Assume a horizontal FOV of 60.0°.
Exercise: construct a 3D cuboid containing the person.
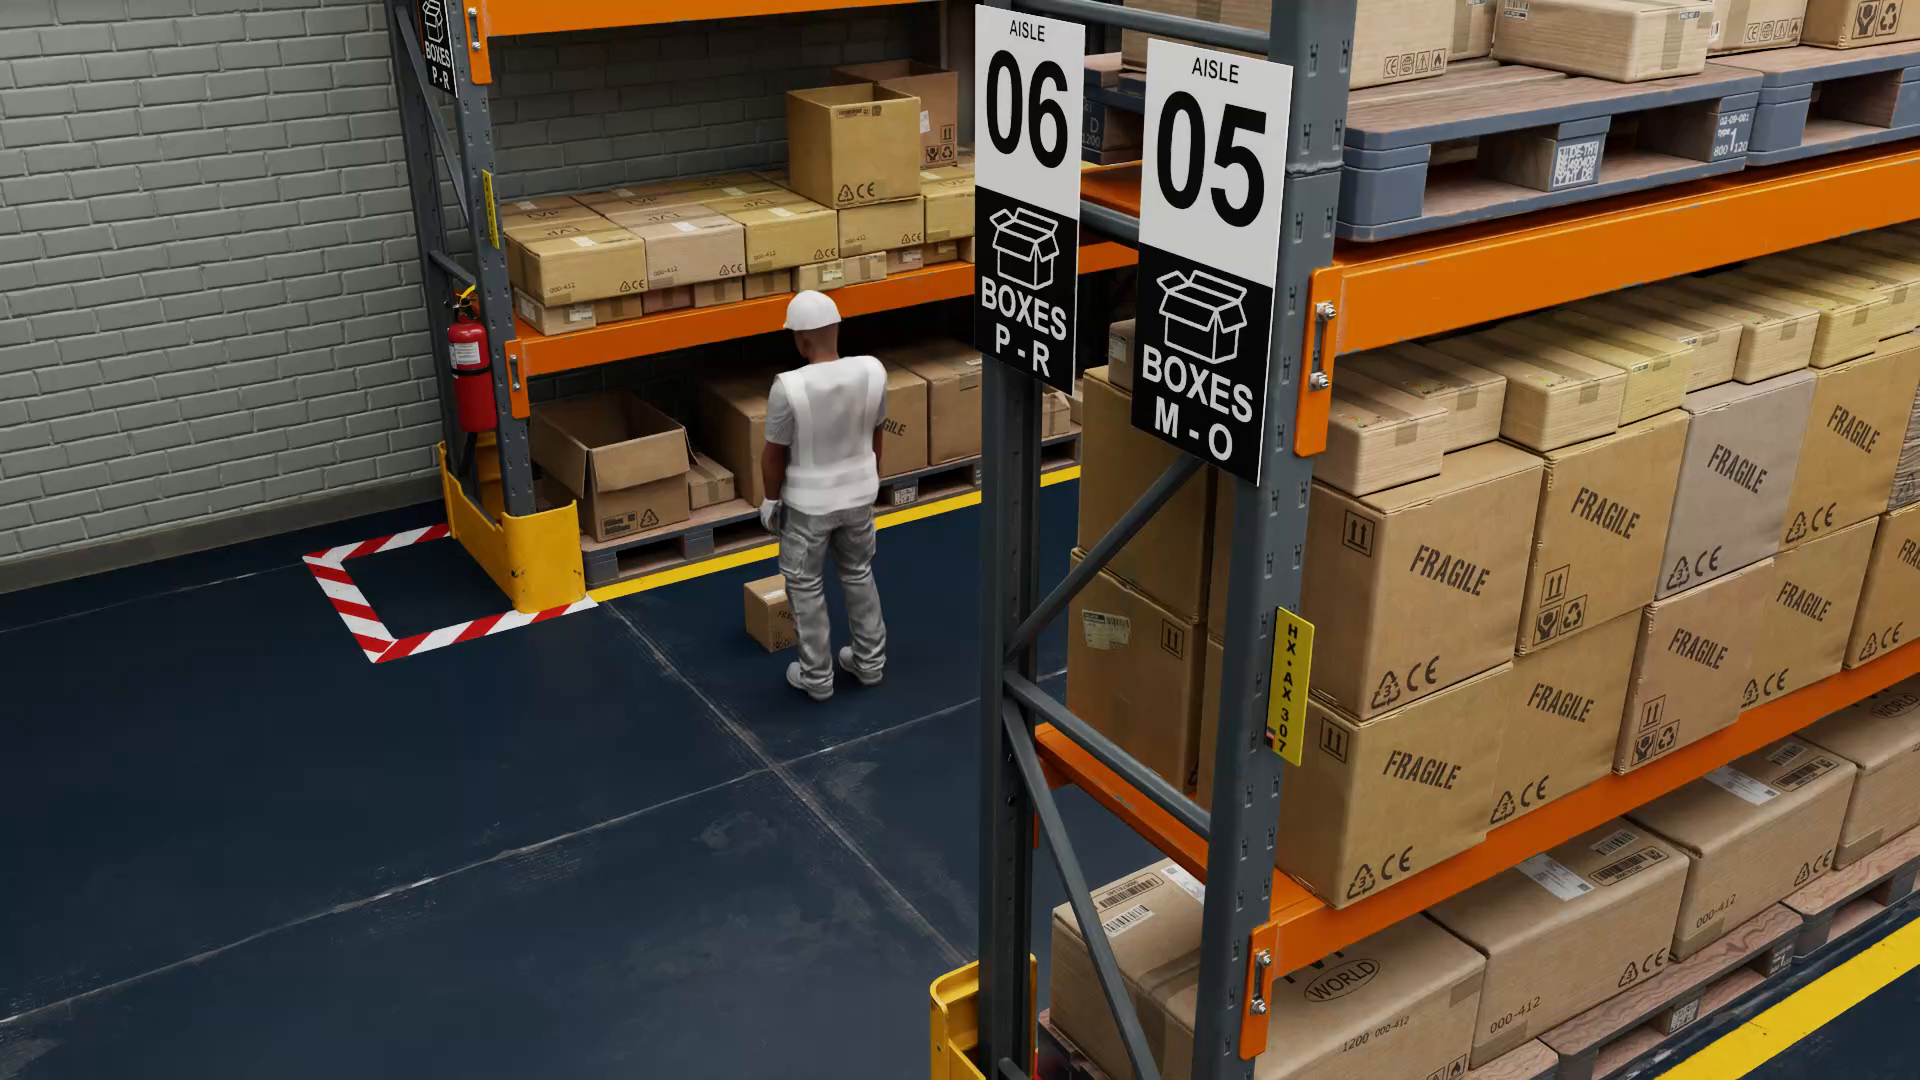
[{"bbox_3d":[-0.570,-0.177,6.977,0.551,1.770,0.367,-15,29,-29],"label":"person"}]
